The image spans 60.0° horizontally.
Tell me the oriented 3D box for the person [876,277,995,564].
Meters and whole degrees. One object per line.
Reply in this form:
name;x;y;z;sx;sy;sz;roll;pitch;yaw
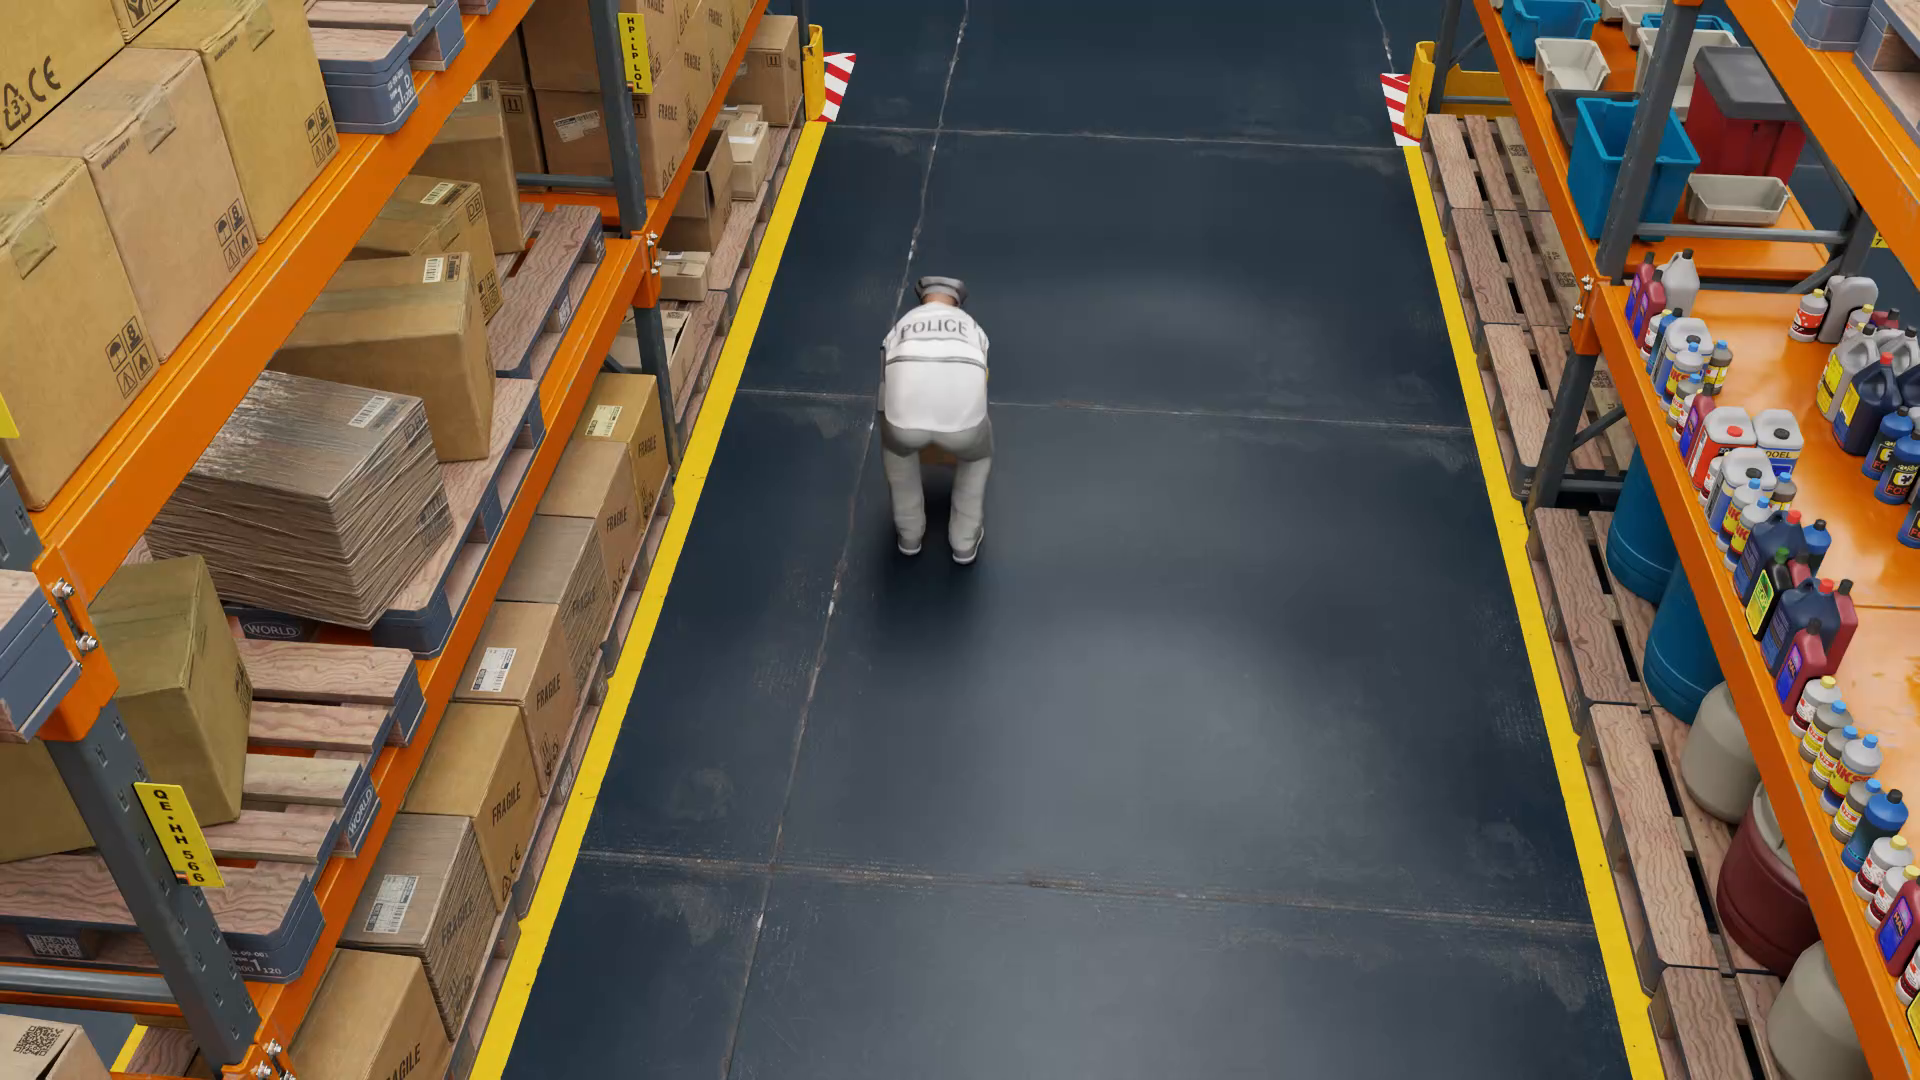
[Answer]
person;-0.091;-0.542;7.328;0.499;1.080;1.043;2;40;2
